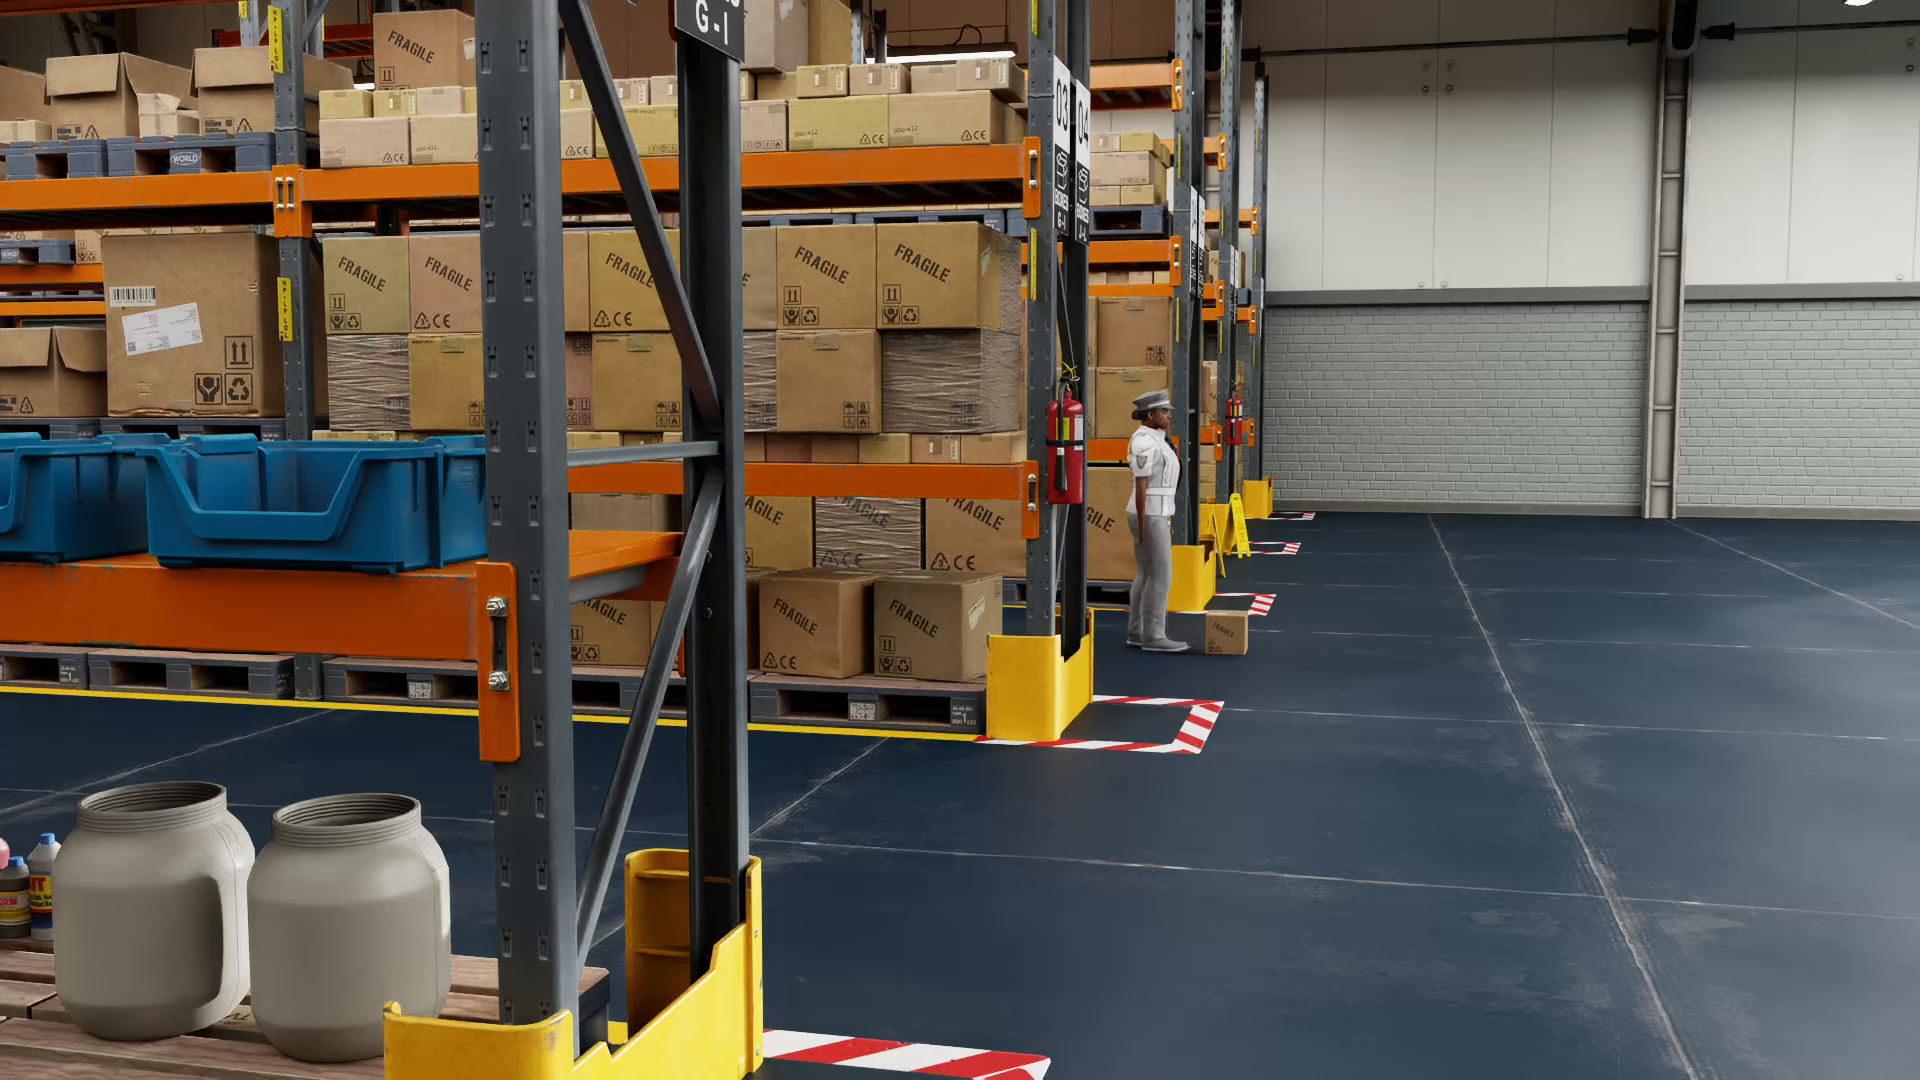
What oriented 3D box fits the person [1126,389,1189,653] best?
[{"bbox_3d":[1.280,-0.129,10.682,0.428,1.681,0.441,1,5,15],"label":"person"}]
